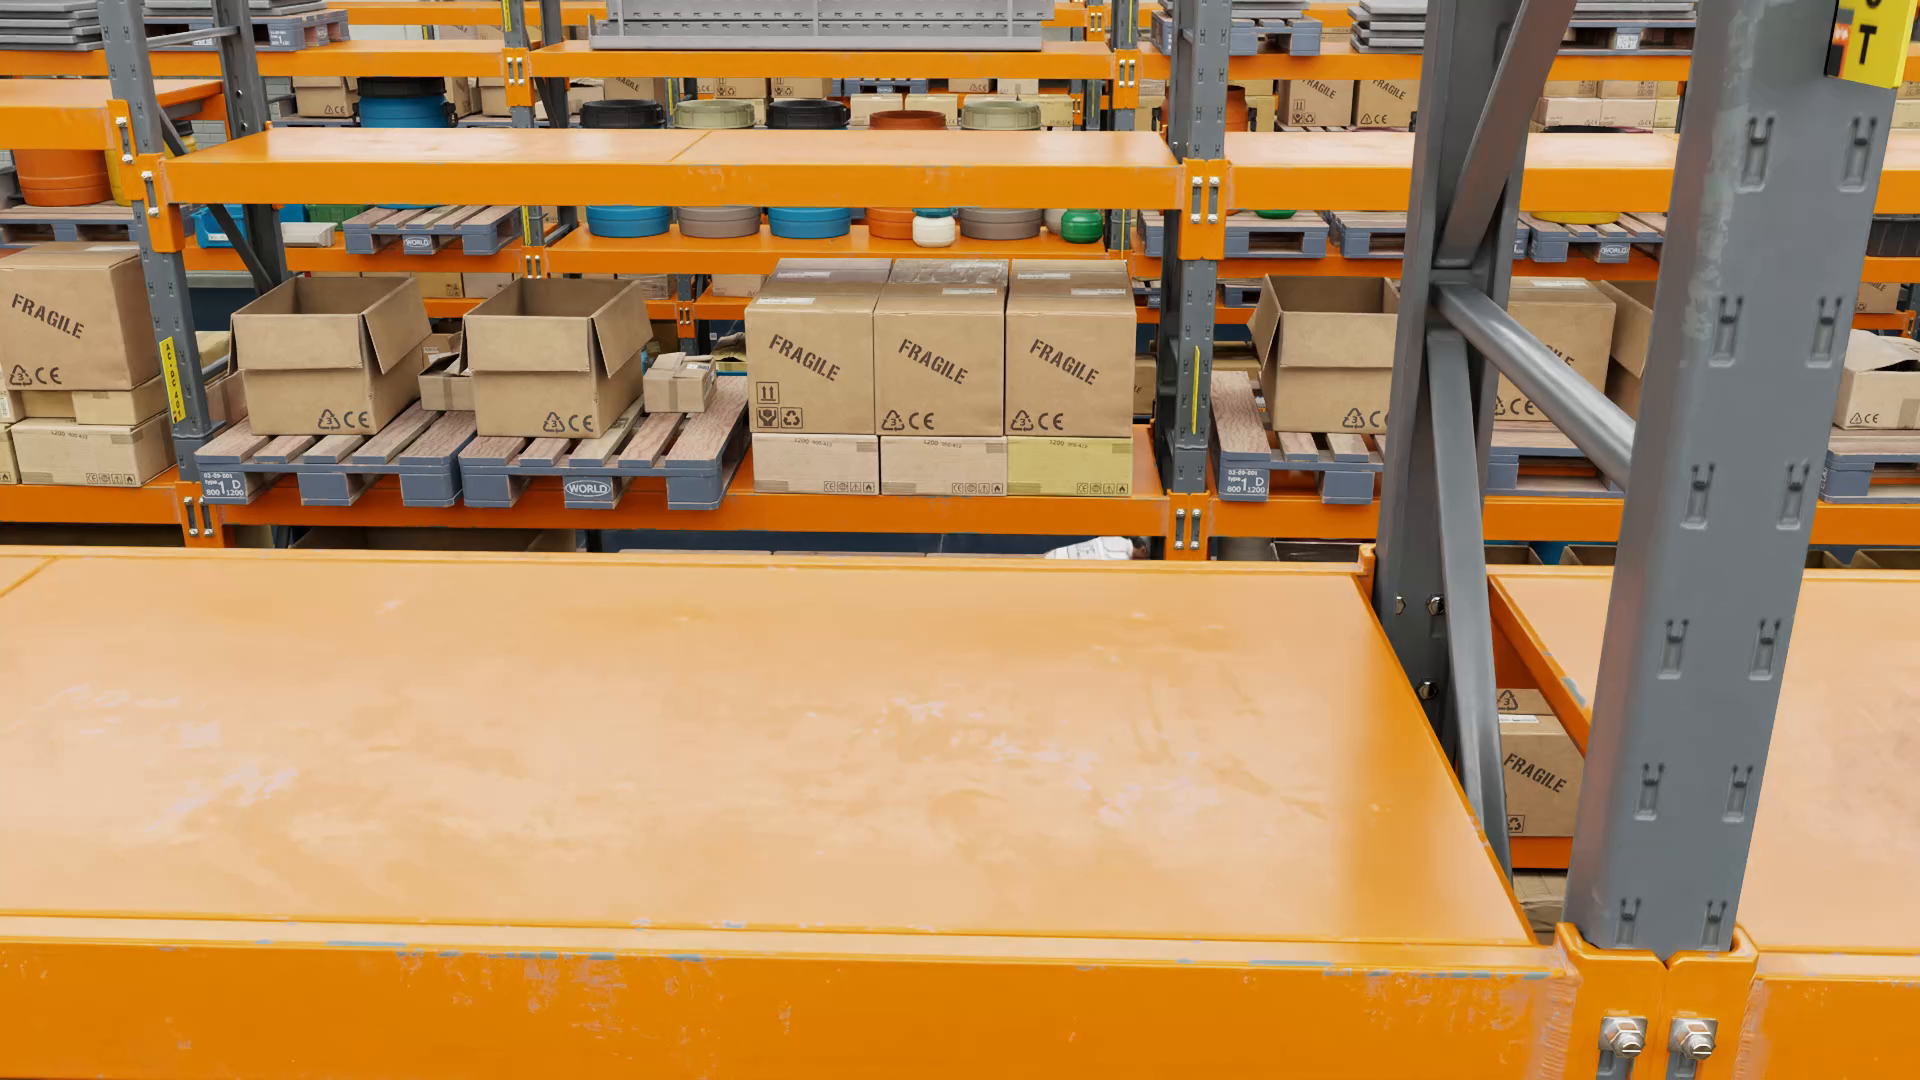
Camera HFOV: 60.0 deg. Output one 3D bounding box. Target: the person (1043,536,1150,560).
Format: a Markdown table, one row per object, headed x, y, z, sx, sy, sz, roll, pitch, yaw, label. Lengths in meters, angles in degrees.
| x | y | z | sx | sy | sz | roll | pitch | yaw | label |
| --- | --- | --- | --- | --- | --- | --- | --- | --- | --- |
| 0.942 | 0.463 | 11.073 | 0.897 | 1.240 | 0.423 | 0 | 21 | 0 | person |
